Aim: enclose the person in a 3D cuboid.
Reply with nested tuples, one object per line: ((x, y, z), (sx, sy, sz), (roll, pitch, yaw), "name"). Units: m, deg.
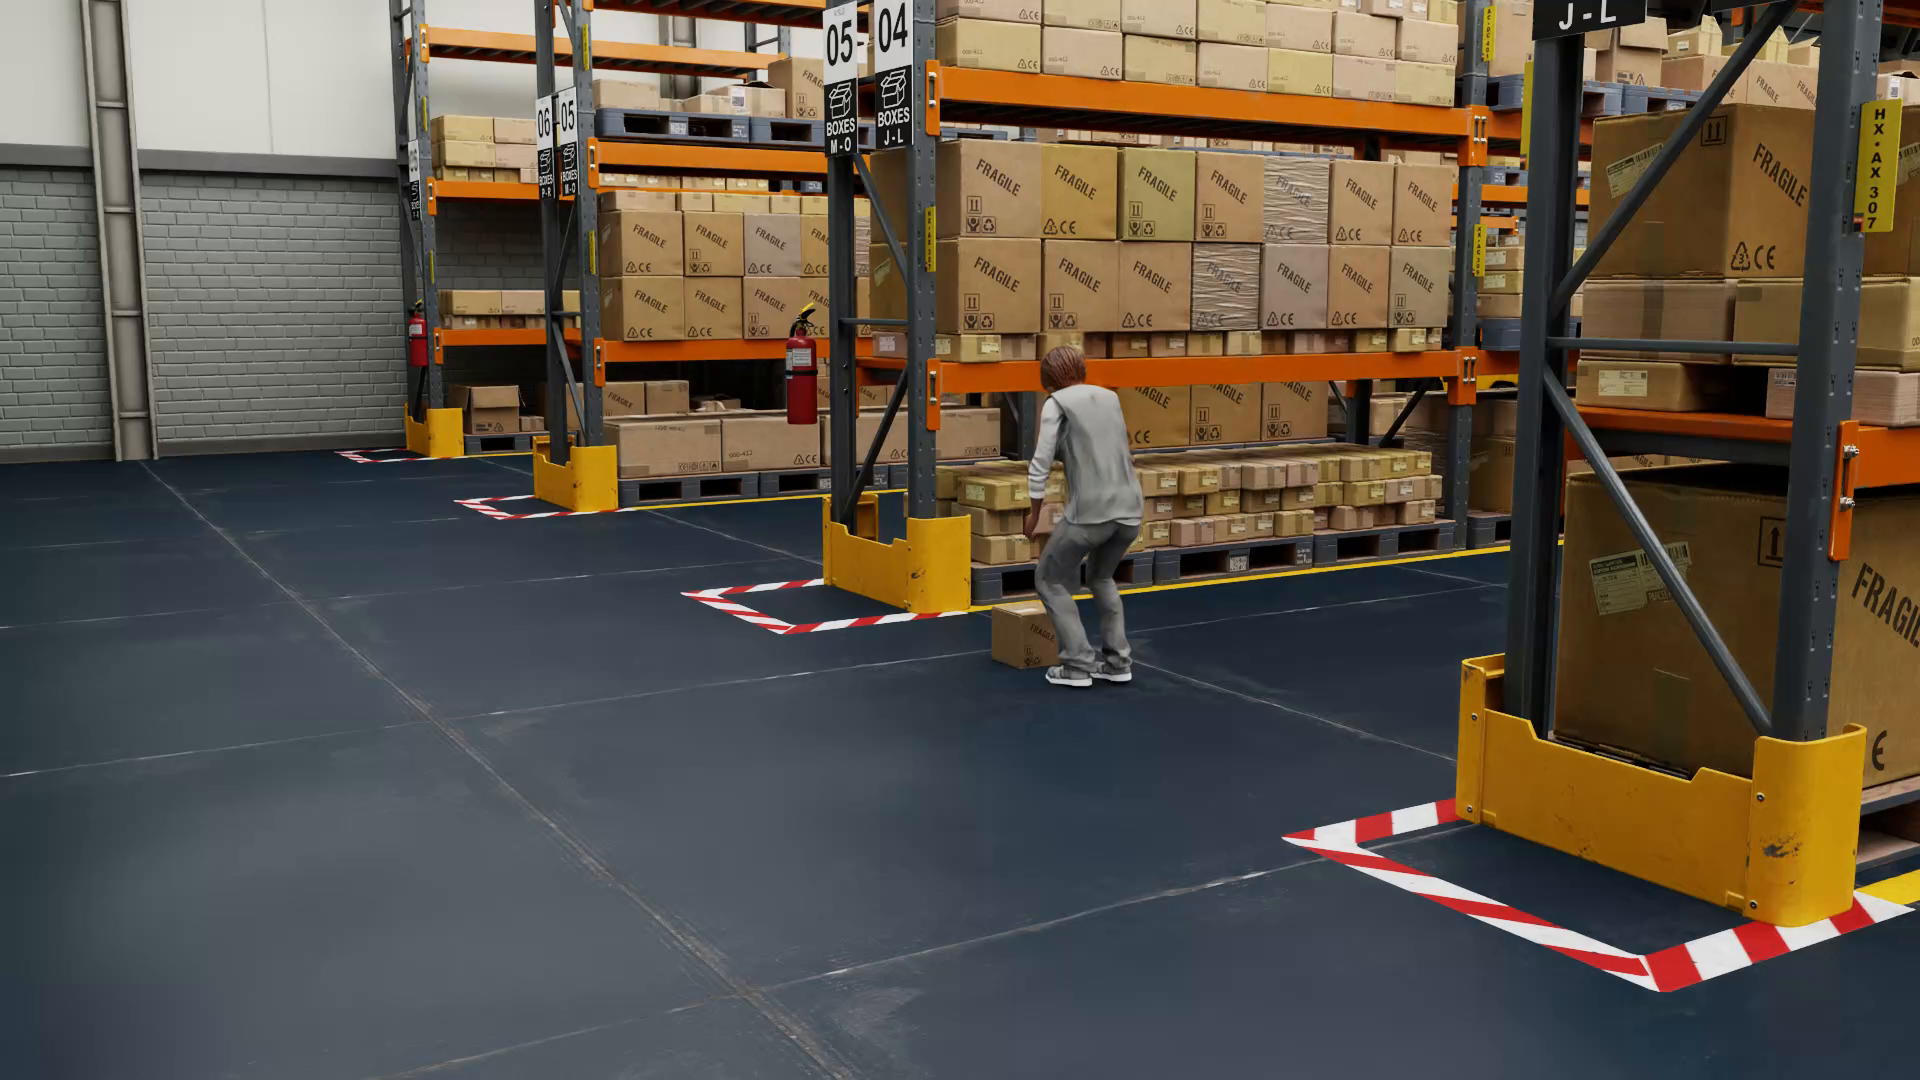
((0.519, -0.088, 7.083), (0.454, 1.429, 0.540), (-5, 10, -30), "person")
